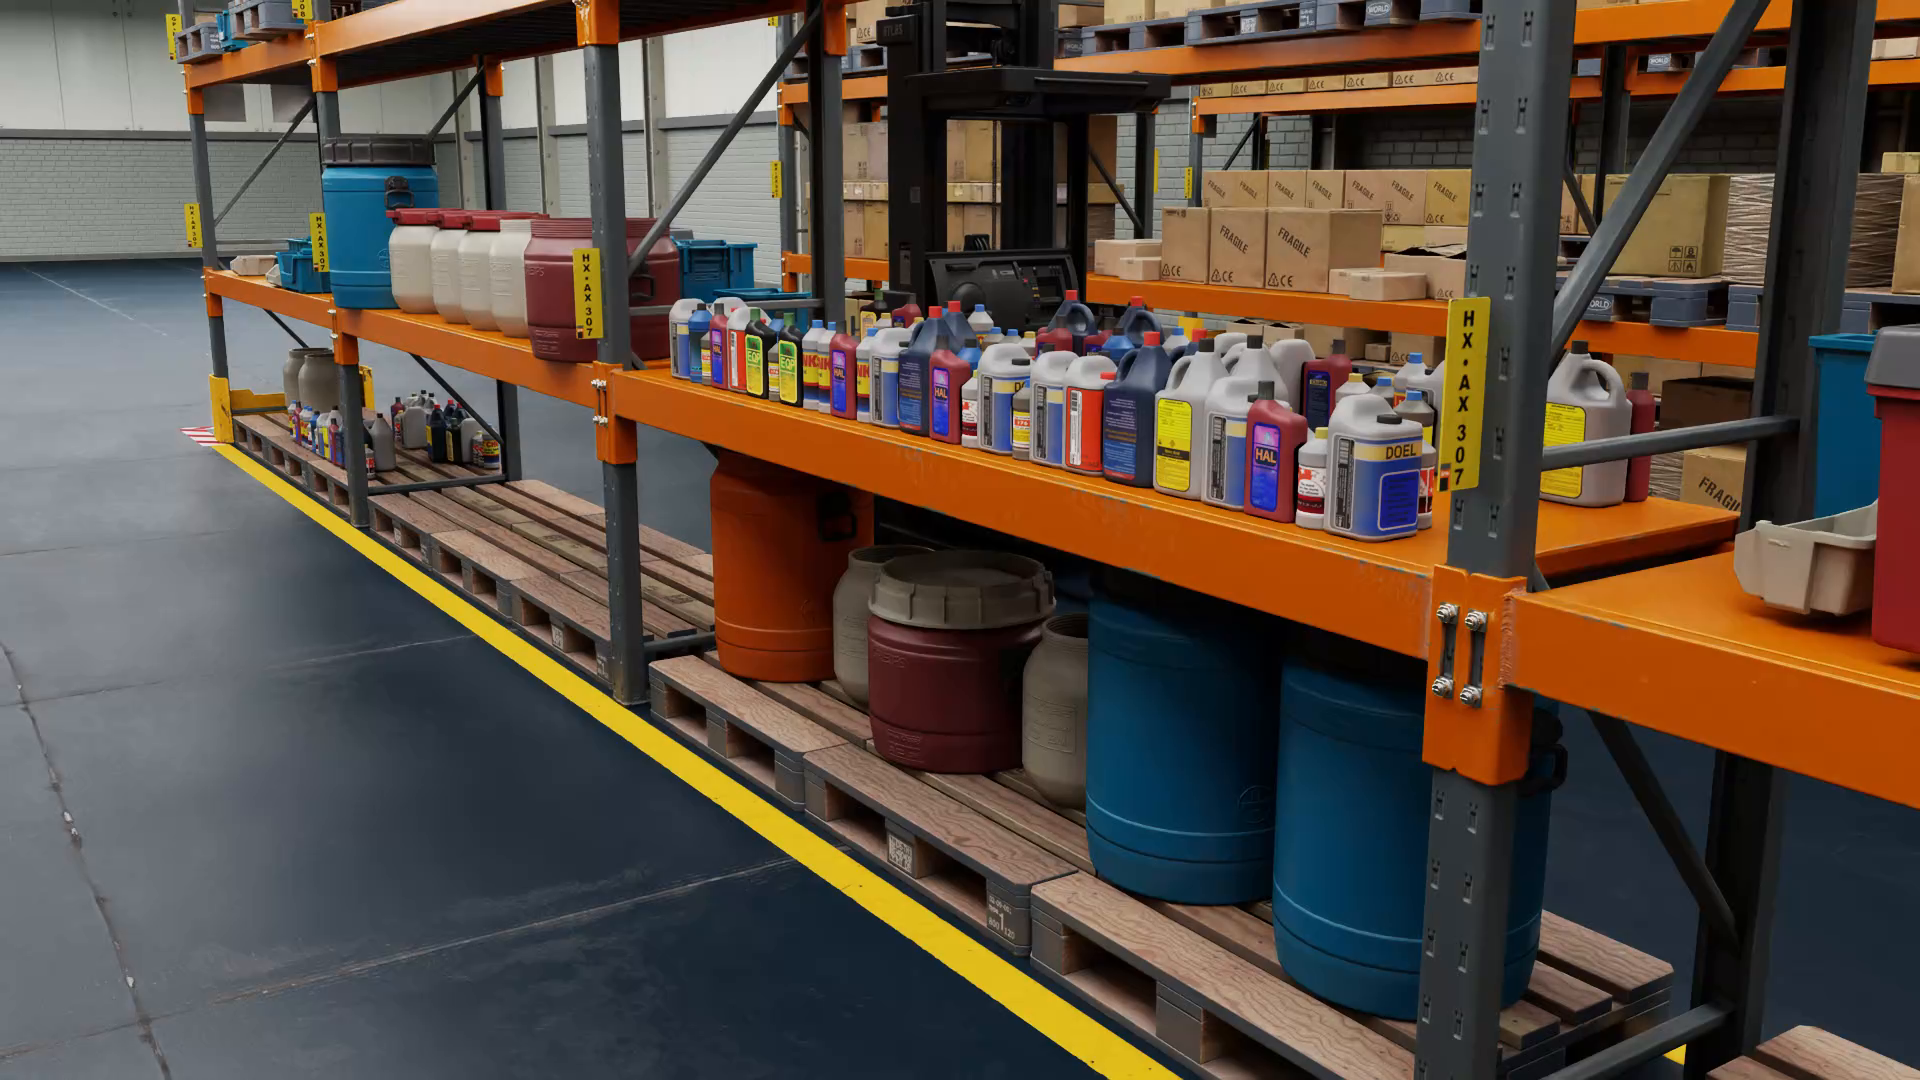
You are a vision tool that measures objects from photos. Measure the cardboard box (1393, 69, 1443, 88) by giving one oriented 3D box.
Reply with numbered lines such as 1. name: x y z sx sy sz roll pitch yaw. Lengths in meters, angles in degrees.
1. cardboard box: 4.372 -4.446 15.371 0.500 0.500 0.500 -10 16 -37

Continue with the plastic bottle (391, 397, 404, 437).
1. plastic bottle: -3.926 -0.862 11.609 0.061 0.283 0.133 -8 15 -33

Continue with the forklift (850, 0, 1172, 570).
1. forklift: 0.365 -1.323 8.551 1.130 2.935 3.031 -9 15 -35

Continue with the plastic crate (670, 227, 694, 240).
1. plastic crate: -1.545 -1.241 7.867 0.402 0.464 0.583 -8 15 -33

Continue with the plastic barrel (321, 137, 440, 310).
1. plastic barrel: -3.159 -1.738 9.115 0.600 0.901 0.708 -8 15 -33

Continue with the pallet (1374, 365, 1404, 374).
1. pallet: 4.725 -1.524 15.834 1.003 0.211 1.213 -8 15 -33

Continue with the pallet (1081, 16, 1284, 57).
1. pallet: 1.505 -3.400 11.315 0.805 0.209 1.217 -9 15 -35

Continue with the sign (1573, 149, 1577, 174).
1. sign: 5.587 -3.402 15.189 0.100 0.325 0.005 -8 15 -33

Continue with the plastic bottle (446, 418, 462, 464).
1. plastic bottle: -3.222 -0.636 10.577 0.061 0.283 0.133 -8 15 -33

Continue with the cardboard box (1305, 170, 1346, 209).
1. cardboard box: 3.767 -3.392 16.401 0.500 0.500 0.500 -8 14 -31

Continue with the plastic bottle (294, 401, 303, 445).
1. plastic bottle: -4.482 -0.795 11.306 0.061 0.283 0.133 -8 15 -32

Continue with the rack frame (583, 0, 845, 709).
1. rack frame: -0.904 -0.886 6.394 1.000 3.000 0.127 -8 15 -33

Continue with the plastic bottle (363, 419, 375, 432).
1. plastic bottle: -3.714 -0.619 10.516 0.152 0.276 0.135 -8 15 -33

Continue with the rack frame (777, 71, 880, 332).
1. rack frame: -1.211 -2.895 15.578 1.000 3.000 0.127 -8 15 -33

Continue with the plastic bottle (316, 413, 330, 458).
1. plastic bottle: -4.089 -0.684 10.812 0.152 0.276 0.135 -8 15 -32

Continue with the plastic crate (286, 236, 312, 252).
1. plastic crate: -4.810 -2.183 12.671 0.499 0.251 0.616 -8 15 -33

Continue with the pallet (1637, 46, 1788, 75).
1. pallet: 5.957 -3.838 13.307 1.213 0.211 1.003 -8 15 -33

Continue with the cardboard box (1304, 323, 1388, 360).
1. cardboard box: 3.900 -2.104 16.784 0.700 0.500 0.500 -9 15 -36

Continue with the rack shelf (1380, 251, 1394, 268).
1. rack shelf: 4.019 -2.775 16.713 1.077 0.370 4.000 -8 15 -33

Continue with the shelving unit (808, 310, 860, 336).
1. shelving unit: -0.682 -0.786 10.146 0.258 1.200 0.503 -9 15 -35

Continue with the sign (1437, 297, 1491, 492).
1. sign: 0.853 -0.246 2.815 0.100 0.325 0.005 -8 15 -33

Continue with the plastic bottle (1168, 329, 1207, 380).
1. plastic bottle: 0.548 -0.326 3.945 0.144 0.351 0.185 -8 15 -33

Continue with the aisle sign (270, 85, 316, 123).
1. aisle sign: -5.129 -3.627 12.842 0.394 0.787 0.004 -8 15 -33

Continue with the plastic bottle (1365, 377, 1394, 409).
1. plastic bottle: 1.074 -0.312 4.231 0.097 0.201 0.097 0 12 0

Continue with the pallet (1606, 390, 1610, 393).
1. pallet: 5.559 -1.270 14.675 1.003 0.211 1.213 -8 15 -33

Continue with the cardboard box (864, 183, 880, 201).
1. cardboard box: -0.600 -2.982 14.224 0.380 0.149 0.250 -9 15 -35

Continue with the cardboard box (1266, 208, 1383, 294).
1. cardboard box: 2.278 -1.817 10.417 0.500 0.500 0.500 -9 15 -36

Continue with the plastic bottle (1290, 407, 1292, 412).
1. plastic bottle: 0.715 -0.193 3.688 0.097 0.201 0.097 0 12 0

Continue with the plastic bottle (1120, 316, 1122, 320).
1. plastic bottle: 0.484 -0.548 5.120 0.061 0.283 0.133 -8 15 -33

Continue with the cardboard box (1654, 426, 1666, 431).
1. cardboard box: 3.935 -0.327 8.659 0.500 0.500 0.500 -7 14 -31

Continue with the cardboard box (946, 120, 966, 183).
1. cardboard box: 0.196 -3.123 13.351 0.700 0.500 0.500 -8 15 -33

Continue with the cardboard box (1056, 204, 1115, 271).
1. cardboard box: 0.754 -2.311 12.672 0.700 0.500 0.500 -9 15 -34

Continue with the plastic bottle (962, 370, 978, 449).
1. plastic bottle: 0.052 -0.347 4.393 0.097 0.201 0.097 0 12 0

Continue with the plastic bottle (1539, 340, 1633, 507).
1. plastic bottle: 1.364 -0.259 3.641 0.144 0.351 0.185 -8 15 -33

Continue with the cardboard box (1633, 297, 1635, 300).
1. cardboard box: 5.795 -1.924 14.203 0.500 0.250 0.500 -8 15 -34

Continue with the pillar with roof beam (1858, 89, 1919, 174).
1. pillar with roof beam: 3.759 -4.814 10.311 9.100 9.000 0.400 -8 15 -33

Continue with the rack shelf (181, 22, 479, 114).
1. rack shelf: -4.229 -3.067 11.030 1.077 0.370 4.000 -8 15 -33

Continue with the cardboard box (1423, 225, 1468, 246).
1. cardboard box: 4.612 -2.755 15.244 0.500 0.250 0.500 -8 15 -33

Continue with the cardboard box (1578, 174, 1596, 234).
1. cardboard box: 5.684 -2.839 14.061 0.700 0.500 0.500 -6 14 -27

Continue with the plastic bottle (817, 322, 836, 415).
1. plastic bottle: -0.380 -0.520 5.020 0.097 0.271 0.097 0 12 0

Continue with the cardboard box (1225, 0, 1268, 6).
1. cardboard box: 2.013 -3.433 10.388 0.500 0.250 0.500 -10 16 -38

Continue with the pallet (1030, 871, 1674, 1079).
1. pallet: 0.919 1.045 4.089 1.003 0.211 1.213 -8 15 -33

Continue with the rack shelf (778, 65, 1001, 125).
1. rack shelf: -0.103 -3.653 13.708 1.077 0.370 4.000 -8 15 -33

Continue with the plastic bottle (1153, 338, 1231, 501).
1. plastic bottle: 0.530 -0.276 3.717 0.144 0.351 0.185 -8 15 -33

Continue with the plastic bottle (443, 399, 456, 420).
1. plastic bottle: -3.327 -0.745 10.918 0.144 0.351 0.185 -9 15 -35

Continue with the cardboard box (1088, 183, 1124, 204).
1. cardboard box: 1.017 -2.620 12.569 0.380 0.149 0.250 -8 15 -33

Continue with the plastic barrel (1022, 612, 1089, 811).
1. plastic barrel: 0.394 0.499 4.897 0.421 0.512 0.421 0 12 0

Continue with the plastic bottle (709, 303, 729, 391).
1. plastic bottle: -0.790 -0.650 5.588 0.061 0.283 0.133 -8 15 -33

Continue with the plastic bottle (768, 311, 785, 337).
1. plastic bottle: -0.585 -0.609 5.428 0.097 0.271 0.097 0 12 0

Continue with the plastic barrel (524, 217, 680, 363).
1. plastic barrel: -1.414 -1.000 6.593 0.600 0.536 0.708 -8 15 -33

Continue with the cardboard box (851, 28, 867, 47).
1. cardboard box: -0.706 -4.281 14.173 0.380 0.149 0.250 -8 15 -33
